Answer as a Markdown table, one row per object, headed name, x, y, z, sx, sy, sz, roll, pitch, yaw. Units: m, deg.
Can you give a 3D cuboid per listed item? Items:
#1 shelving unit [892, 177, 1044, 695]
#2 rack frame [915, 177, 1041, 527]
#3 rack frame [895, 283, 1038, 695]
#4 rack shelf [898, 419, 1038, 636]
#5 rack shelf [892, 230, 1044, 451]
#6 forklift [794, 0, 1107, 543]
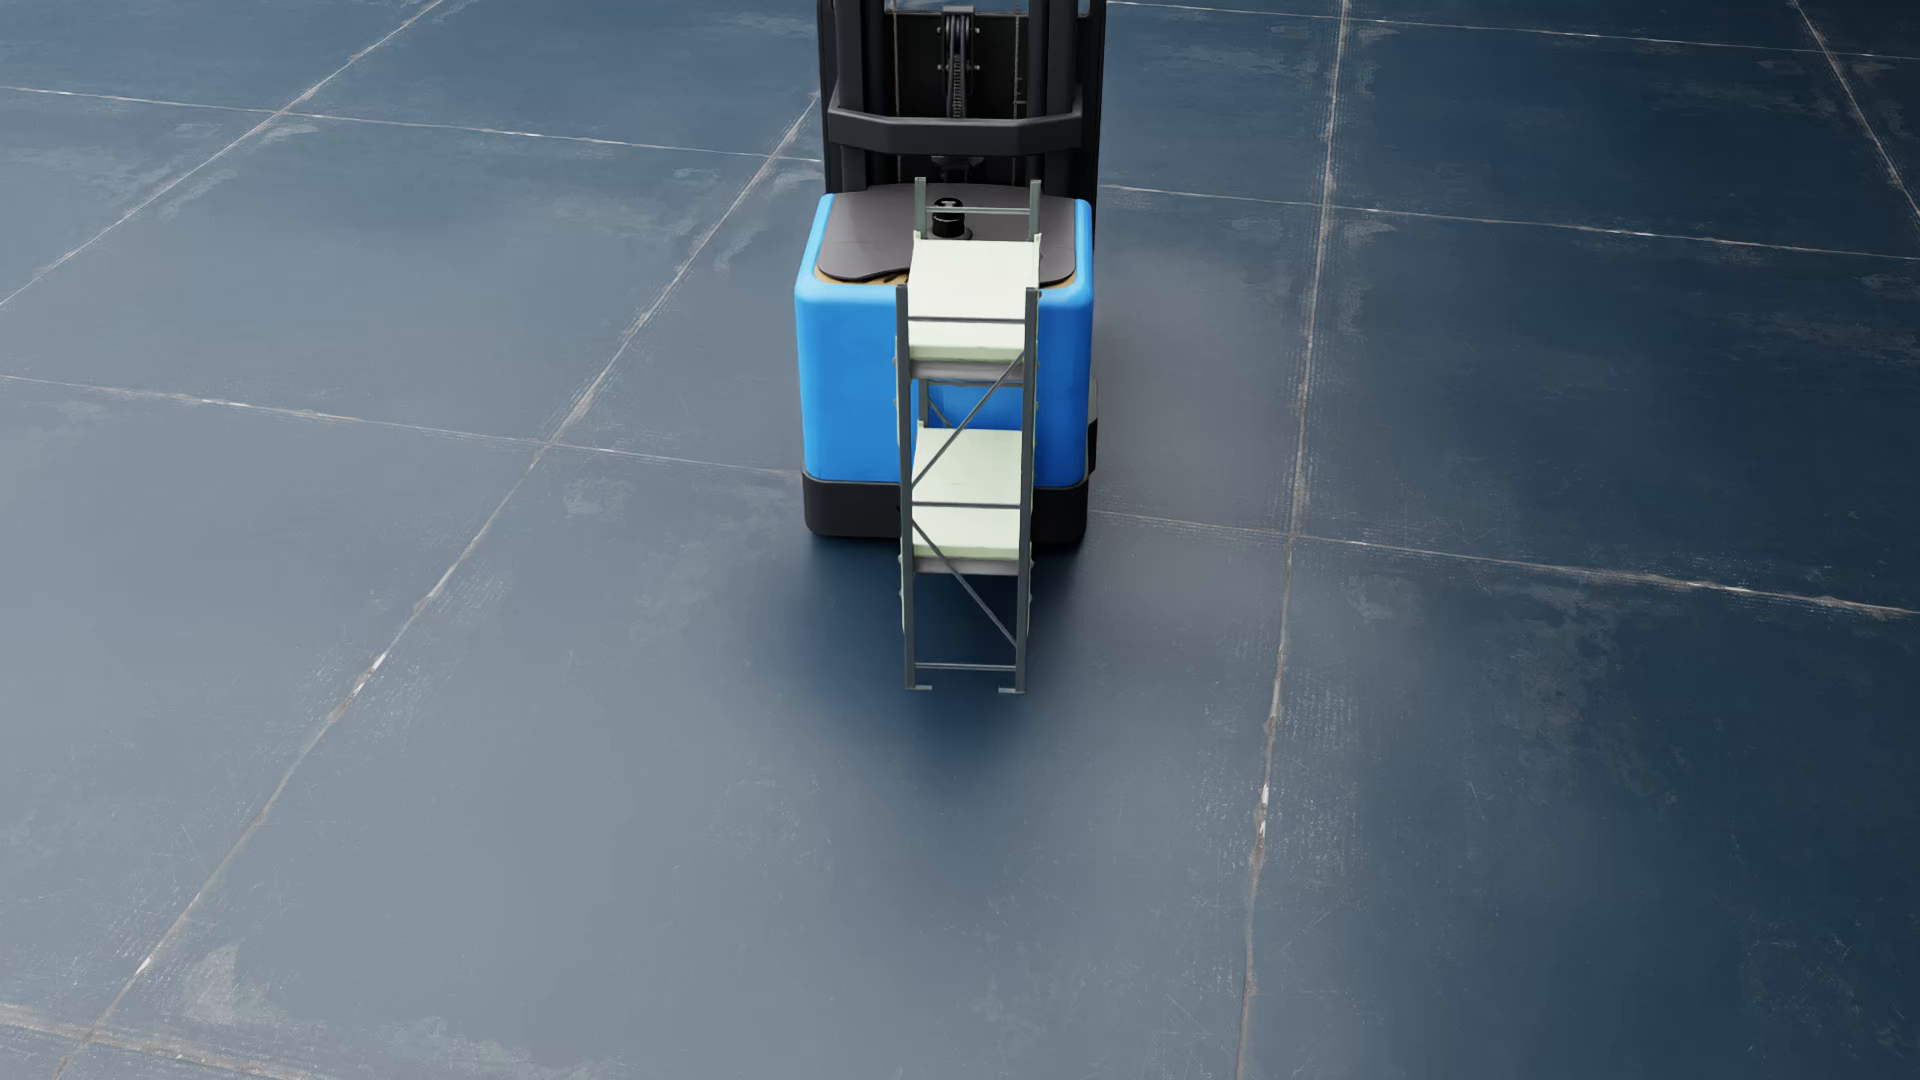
| name | x | y | z | sx | sy | sz | roll | pitch | yaw |
| --- | --- | --- | --- | --- | --- | --- | --- | --- | --- |
| shelving unit | 0.037 | -0.318 | 5.411 | 0.431 | 1.500 | 0.755 | 2 | 36 | 2 |
| rack frame | 0.057 | -0.533 | 5.707 | 0.400 | 1.500 | 0.023 | 2 | 36 | 2 |
| rack frame | 0.018 | -0.104 | 5.115 | 0.400 | 1.500 | 0.023 | 2 | 36 | 2 |
| rack shelf | 0.037 | -0.054 | 5.603 | 0.431 | 0.370 | 0.720 | 2 | 36 | 2 |
| rack shelf | 0.037 | -0.634 | 5.182 | 0.431 | 0.370 | 0.720 | 2 | 36 | 2 |
| forklift | 0.019 | -2.017 | 6.535 | 1.130 | 2.935 | 3.031 | 2 | 36 | 2 |
